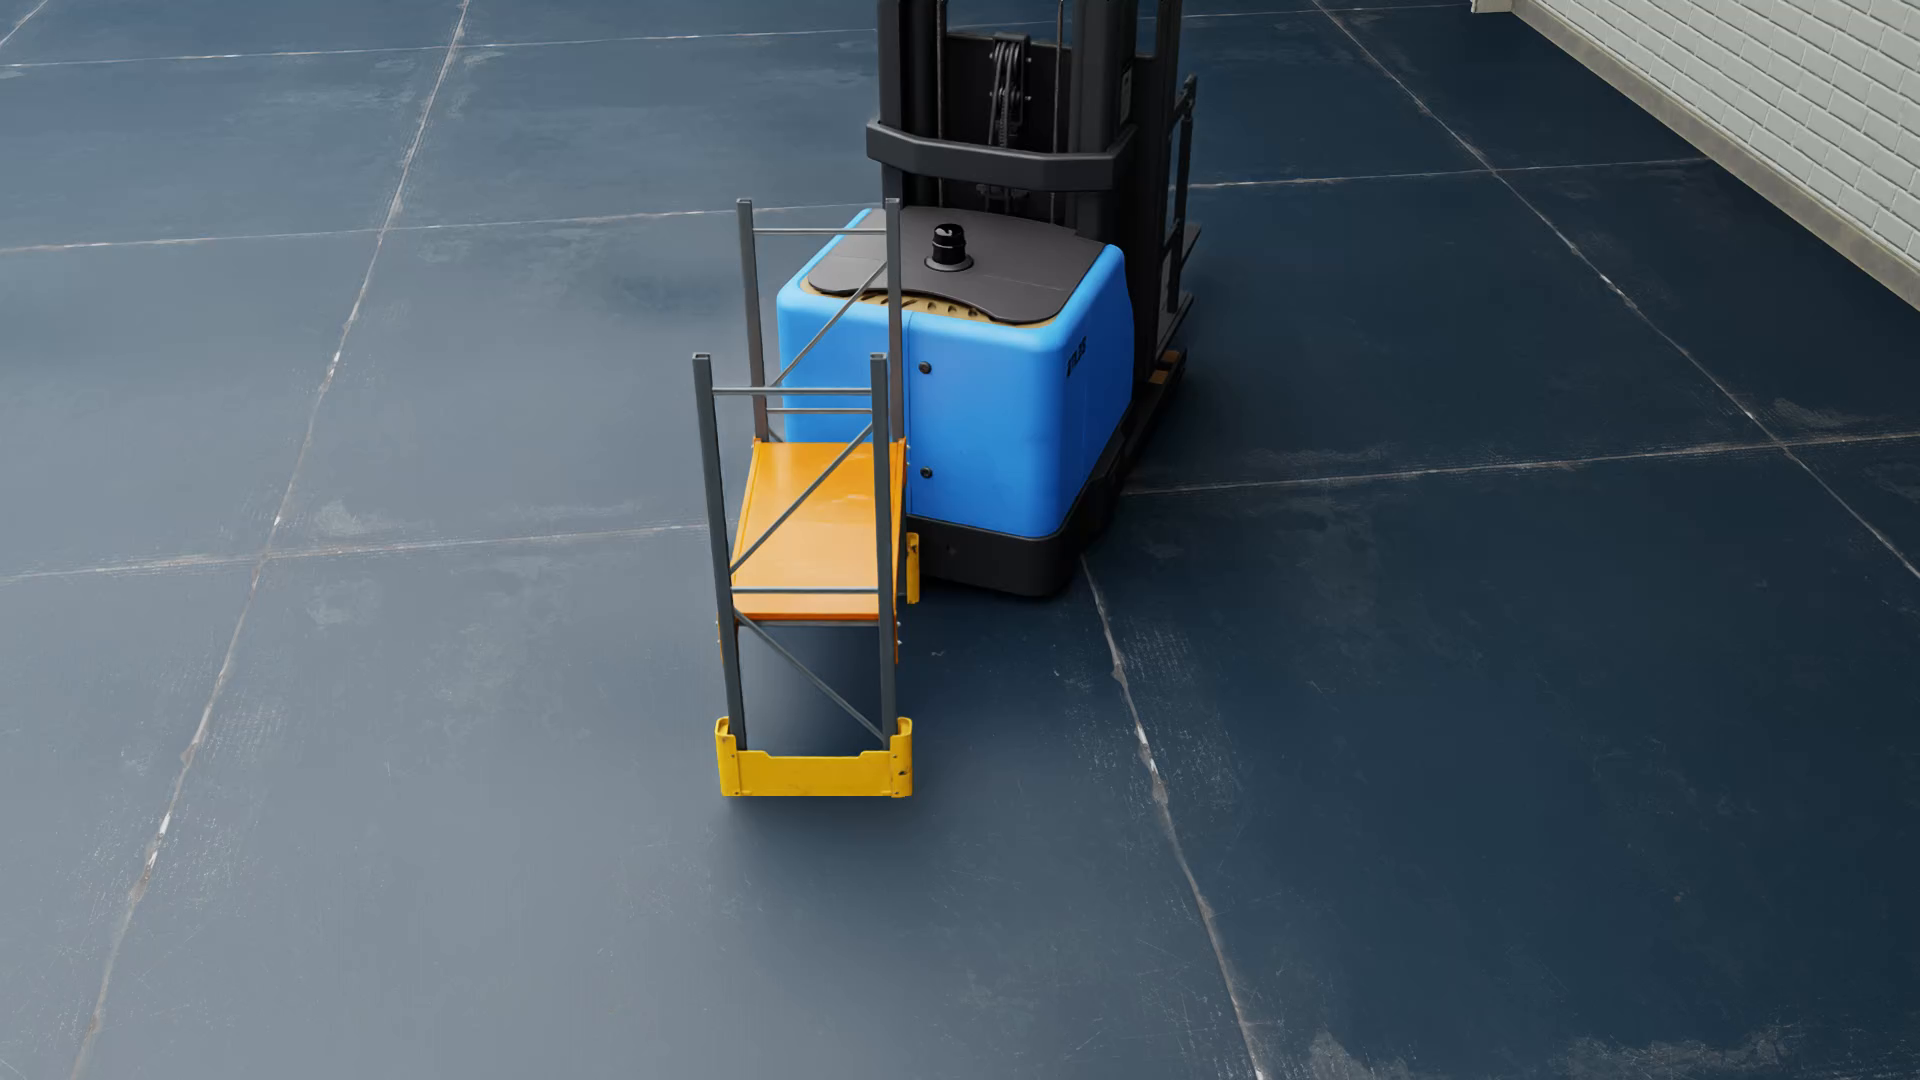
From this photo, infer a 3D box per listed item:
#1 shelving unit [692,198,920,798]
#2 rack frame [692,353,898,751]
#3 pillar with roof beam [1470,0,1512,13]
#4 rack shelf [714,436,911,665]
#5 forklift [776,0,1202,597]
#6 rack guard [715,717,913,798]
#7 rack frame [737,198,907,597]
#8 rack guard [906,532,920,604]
[{"bbox_3d":[-0.438,-0.135,5.116,0.587,1.500,1.083,0,34,0],"label":"shelving unit"},{"bbox_3d":[-0.439,0.146,4.704,0.500,1.500,0.032,0,34,0],"label":"rack frame"},{"bbox_3d":[-0.530,-7.219,8.852,9.100,9.000,0.400,-4,35,-6],"label":"pillar with roof beam"},{"bbox_3d":[-0.438,0.008,5.225,0.538,0.185,1.000,0,34,0],"label":"rack shelf"},{"bbox_3d":[0.343,-1.838,6.344,1.130,2.935,3.031,12,36,16],"label":"forklift"},{"bbox_3d":[-0.439,0.662,5.057,0.587,0.250,0.087,0,34,0],"label":"rack guard"},{"bbox_3d":[-0.437,-0.426,5.544,0.500,1.500,0.032,0,34,0],"label":"rack frame"},{"bbox_3d":[-0.437,0.101,5.880,0.587,0.250,0.087,0,34,0],"label":"rack guard"}]
